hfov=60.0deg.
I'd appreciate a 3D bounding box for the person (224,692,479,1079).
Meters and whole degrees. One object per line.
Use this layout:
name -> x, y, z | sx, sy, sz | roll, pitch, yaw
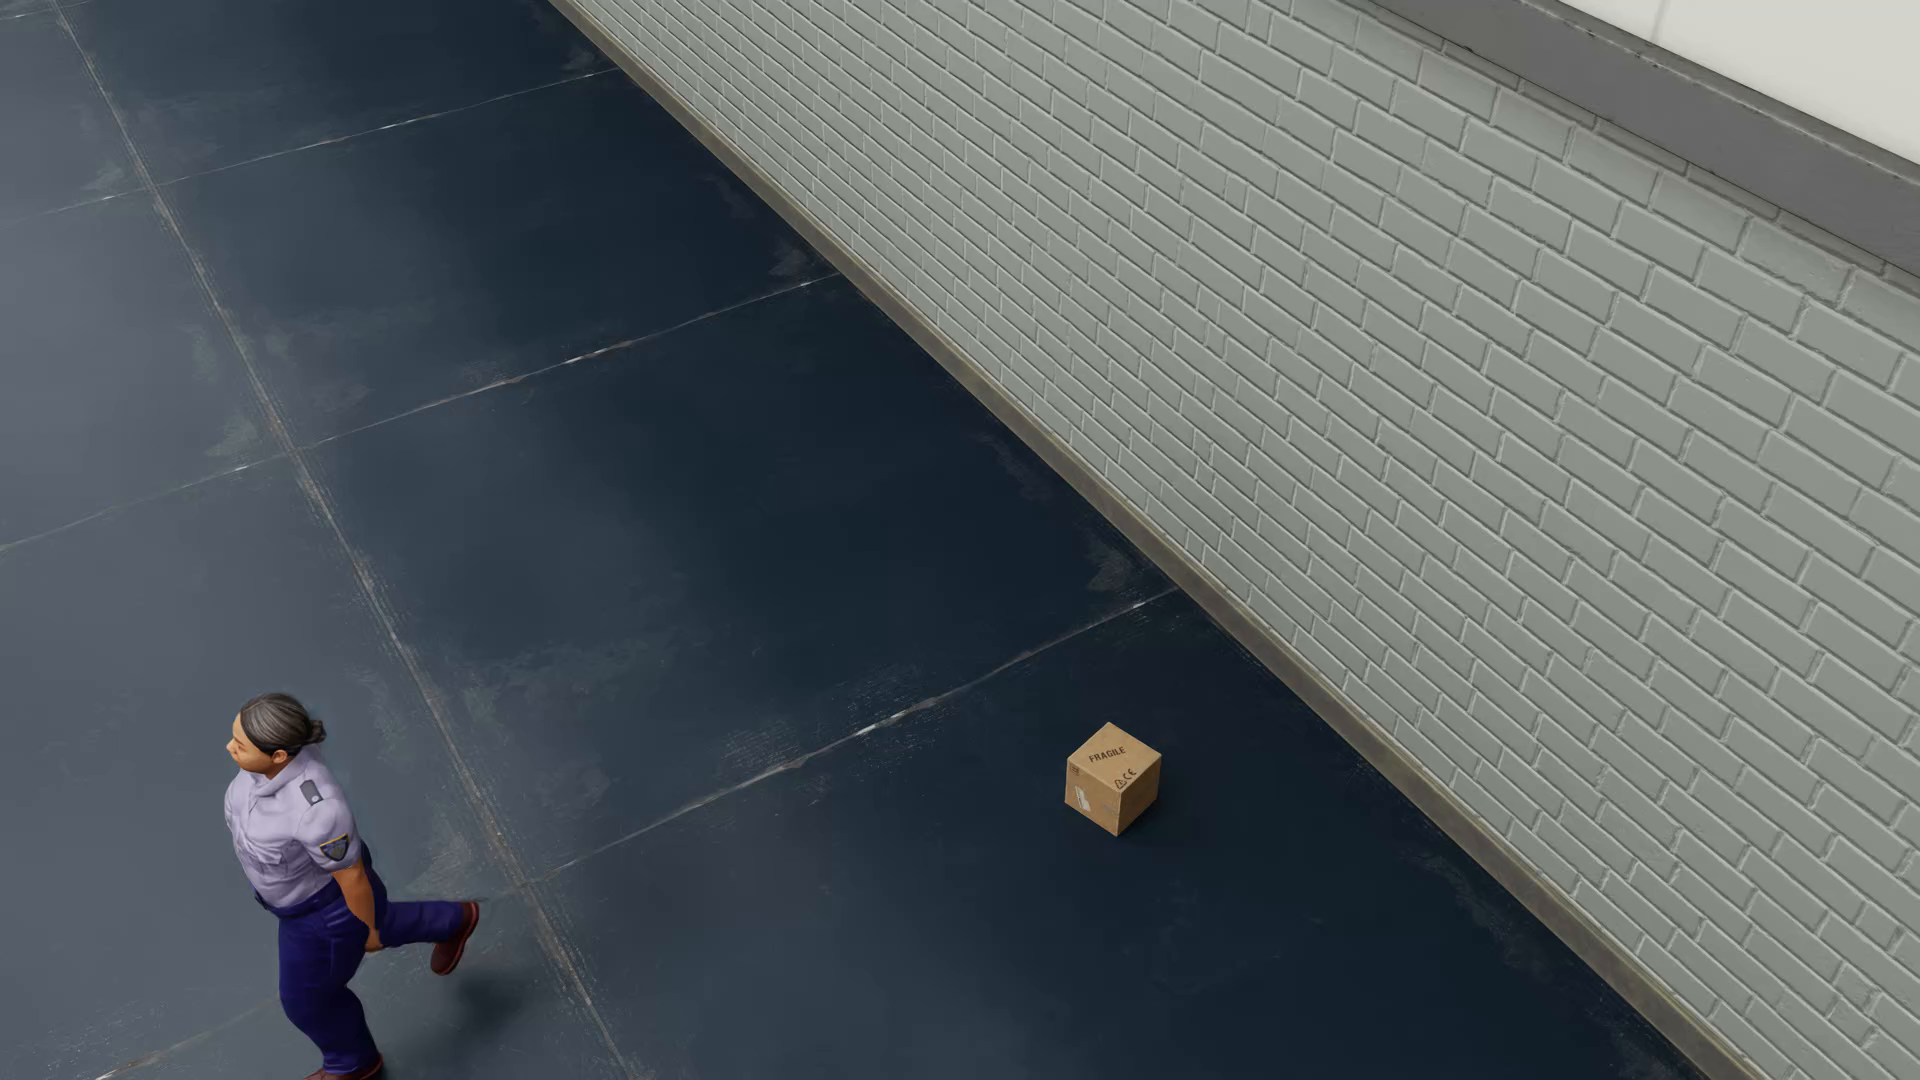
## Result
person -> -1.865, 1.018, 4.986 | 0.752, 1.620, 0.473 | -23, 46, -24
